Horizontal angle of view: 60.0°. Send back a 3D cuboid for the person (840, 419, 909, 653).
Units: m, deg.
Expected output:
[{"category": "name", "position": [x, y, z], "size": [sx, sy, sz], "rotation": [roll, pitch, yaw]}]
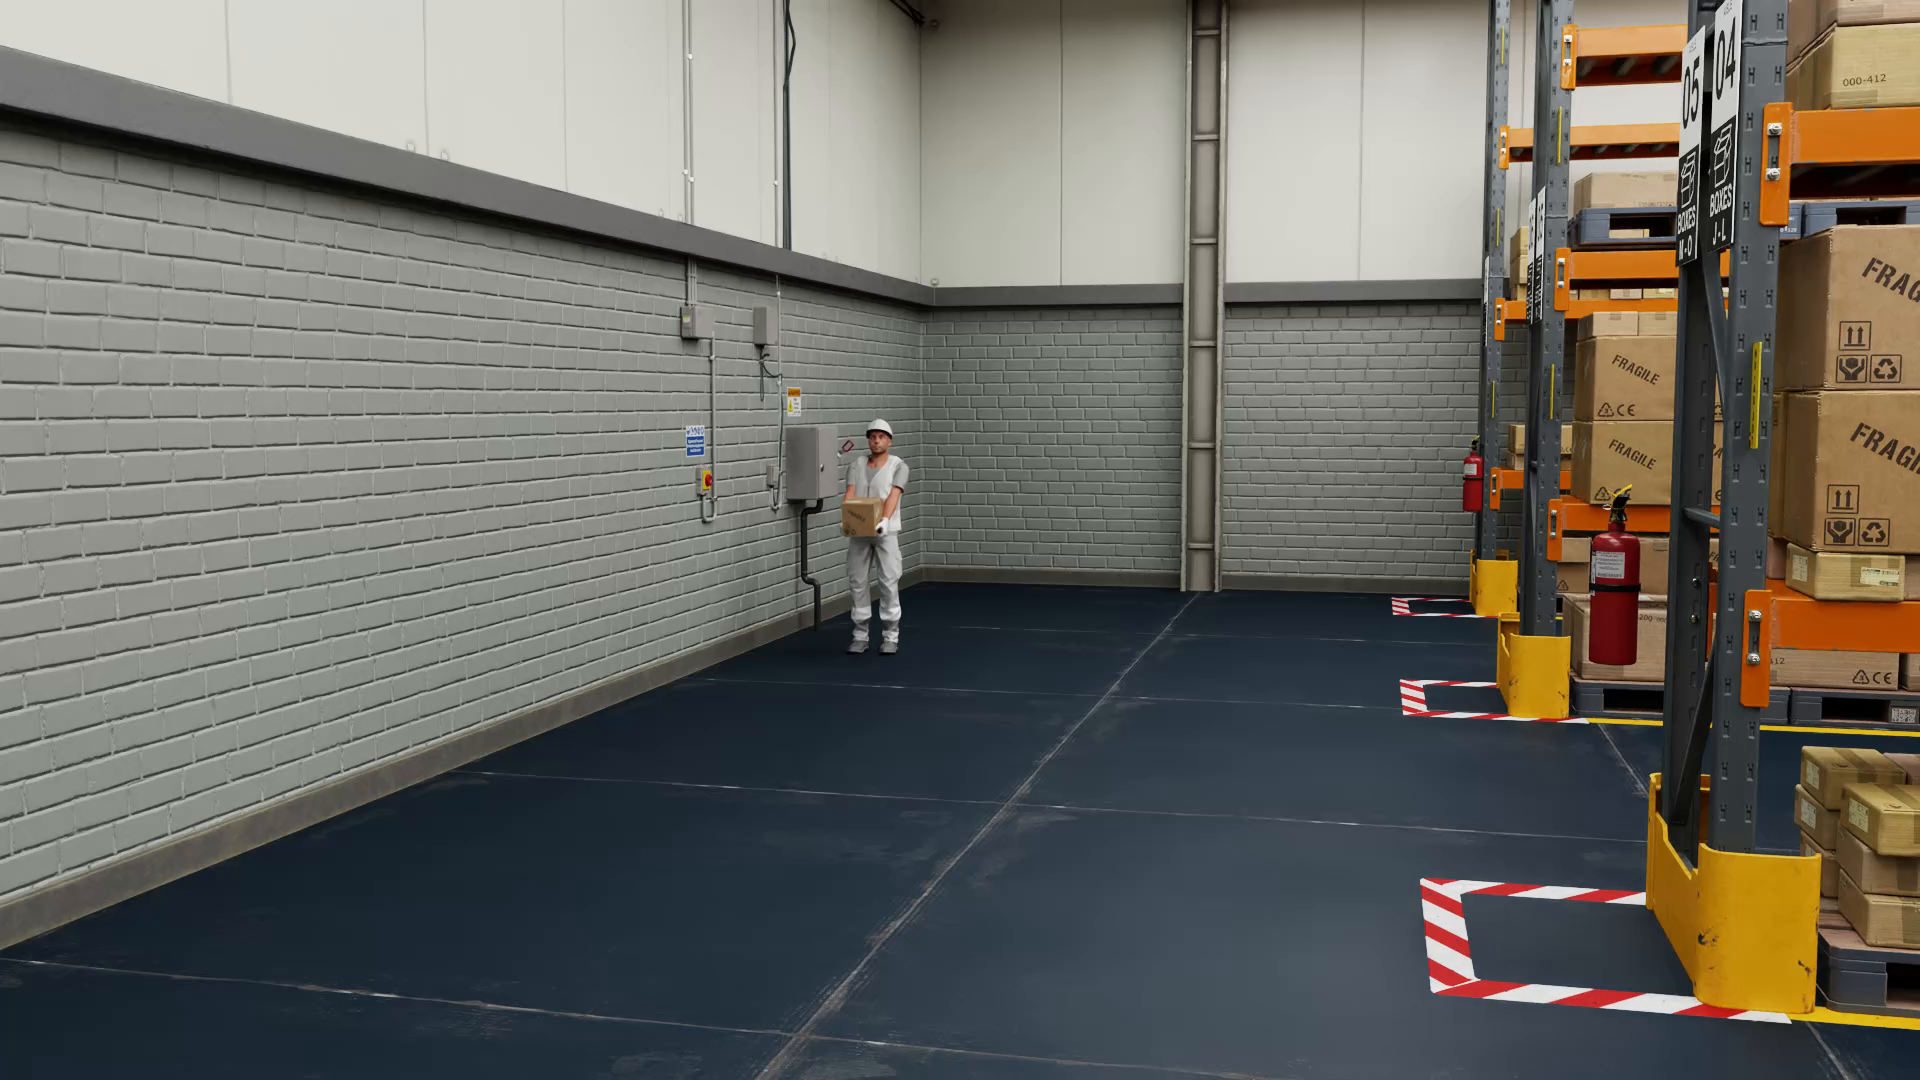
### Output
[{"category": "person", "position": [-0.663, -0.021, 12.602], "size": [0.494, 1.783, 0.568], "rotation": [1, 5, 15]}]
